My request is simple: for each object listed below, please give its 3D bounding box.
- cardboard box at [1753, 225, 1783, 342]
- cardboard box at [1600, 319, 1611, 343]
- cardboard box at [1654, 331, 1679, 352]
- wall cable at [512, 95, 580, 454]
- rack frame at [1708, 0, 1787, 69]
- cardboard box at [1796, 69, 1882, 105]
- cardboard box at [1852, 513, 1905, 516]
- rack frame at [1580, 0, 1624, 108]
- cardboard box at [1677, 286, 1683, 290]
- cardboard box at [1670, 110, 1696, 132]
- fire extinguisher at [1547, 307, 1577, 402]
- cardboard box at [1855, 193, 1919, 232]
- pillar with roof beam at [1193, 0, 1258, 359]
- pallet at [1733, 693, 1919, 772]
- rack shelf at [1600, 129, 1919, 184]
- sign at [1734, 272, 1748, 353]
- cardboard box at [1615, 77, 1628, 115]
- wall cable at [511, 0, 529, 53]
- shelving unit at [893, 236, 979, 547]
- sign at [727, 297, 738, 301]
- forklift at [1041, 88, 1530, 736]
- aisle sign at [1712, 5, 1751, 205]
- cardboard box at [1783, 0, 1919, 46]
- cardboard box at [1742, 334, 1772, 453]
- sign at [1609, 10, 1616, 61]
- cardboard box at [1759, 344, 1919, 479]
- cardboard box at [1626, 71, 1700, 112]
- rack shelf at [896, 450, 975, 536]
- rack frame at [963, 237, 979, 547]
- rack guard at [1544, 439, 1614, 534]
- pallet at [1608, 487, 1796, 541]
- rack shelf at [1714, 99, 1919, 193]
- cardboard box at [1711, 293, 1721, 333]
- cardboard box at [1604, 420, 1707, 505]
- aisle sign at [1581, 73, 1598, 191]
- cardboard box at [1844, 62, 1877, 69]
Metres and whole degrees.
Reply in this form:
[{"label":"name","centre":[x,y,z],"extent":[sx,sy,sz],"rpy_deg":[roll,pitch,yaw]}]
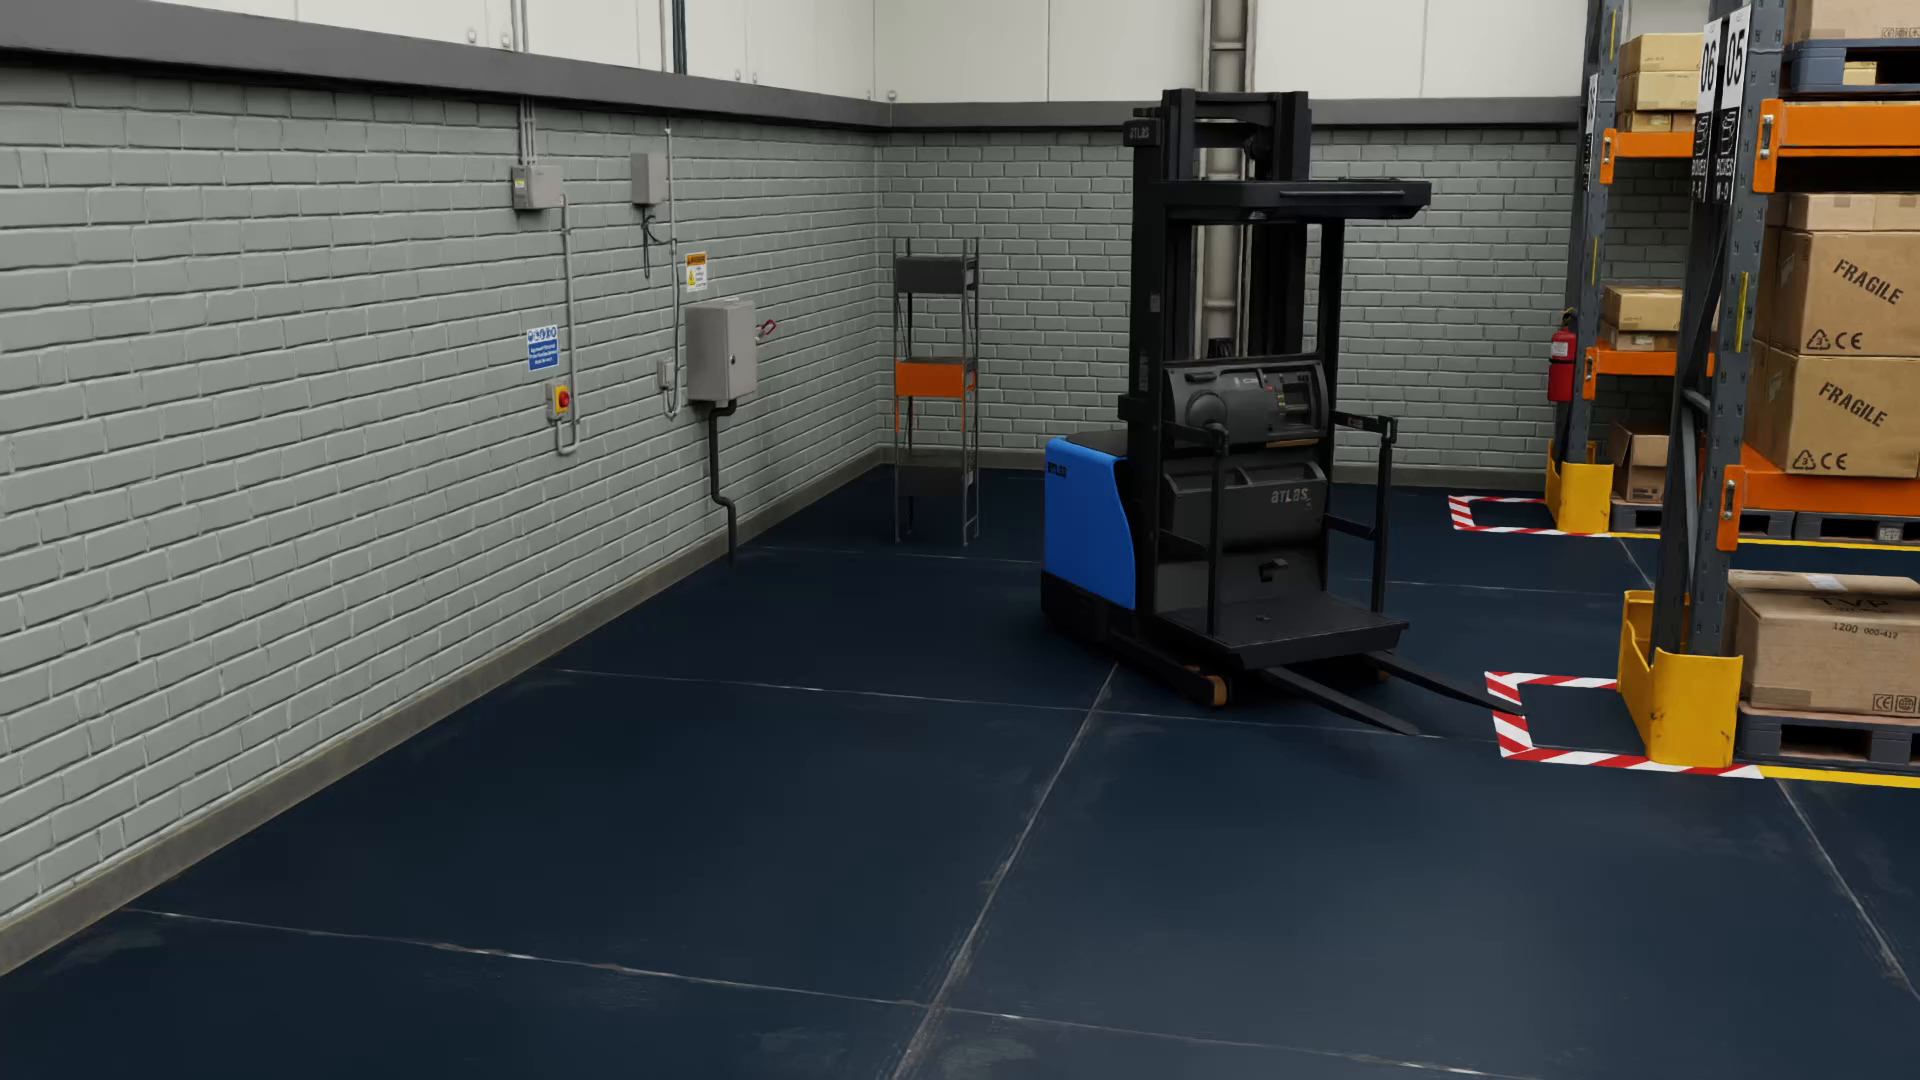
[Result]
[{"label":"cardboard box","centre":[3.887,-1.157,7.486],"extent":[0.500,0.500,0.500],"rpy_deg":[4,13,15]},{"label":"cardboard box","centre":[4.934,-1.556,12.402],"extent":[0.250,0.149,0.380],"rpy_deg":[3,13,13]},{"label":"cardboard box","centre":[5.059,-1.439,11.872],"extent":[0.250,0.149,0.380],"rpy_deg":[3,13,15]},{"label":"wall cable","centre":[-2.118,-1.394,8.675],"extent":[0.123,1.953,0.585],"rpy_deg":[3,13,14]},{"label":"rack frame","centre":[3.362,-3.524,6.842],"extent":[0.127,3.000,1.000],"rpy_deg":[3,13,14]},{"label":"cardboard box","centre":[5.906,-3.044,11.263],"extent":[0.500,0.250,0.500],"rpy_deg":[3,13,12]},{"label":"cardboard box","centre":[6.429,-0.471,11.735],"extent":[0.500,0.500,0.500],"rpy_deg":[3,13,15]},{"label":"rack frame","centre":[4.548,-4.568,11.548],"extent":[0.127,3.000,1.000],"rpy_deg":[3,13,14]},{"label":"cardboard box","centre":[5.559,-1.716,12.204],"extent":[0.500,0.250,0.500],"rpy_deg":[3,13,14]},{"label":"cardboard box","centre":[5.063,-2.908,11.569],"extent":[0.250,0.149,0.380],"rpy_deg":[3,13,15]},{"label":"fire extinguisher","centre":[4.294,-1.330,11.843],"extent":[0.183,0.674,0.296],"rpy_deg":[3,13,14]},{"label":"cardboard box","centre":[3.912,-1.374,6.963],"extent":[0.250,0.149,0.380],"rpy_deg":[3,13,15]},{"label":"pillar with roof beam","centre":[1.115,-3.992,8.952],"extent":[0.400,9.000,9.100],"rpy_deg":[3,13,14]},{"label":"pallet","centre":[4.157,0.791,7.681],"extent":[1.213,0.211,1.003],"rpy_deg":[3,13,14]},{"label":"rack shelf","centre":[6.490,-2.649,11.483],"extent":[4.000,0.370,1.077],"rpy_deg":[3,13,14]},{"label":"sign","centre":[3.224,-0.940,6.865],"extent":[0.005,0.325,0.100],"rpy_deg":[3,13,14]},{"label":"cardboard box","centre":[5.045,-3.210,12.011],"extent":[0.500,0.250,0.500],"rpy_deg":[3,13,13]},{"label":"wall cable","centre":[-2.228,-3.760,7.906],"extent":[0.029,3.000,0.463],"rpy_deg":[3,13,14]},{"label":"shelving unit","centre":[-0.161,-1.034,11.545],"extent":[0.503,2.100,0.431],"rpy_deg":[3,13,14]},{"label":"sign","centre":[-1.555,-1.386,11.273],"extent":[0.001,0.494,0.329],"rpy_deg":[3,13,14]},{"label":"forklift","centre":[1.551,-0.720,8.212],"extent":[1.130,2.935,3.031],"rpy_deg":[-6,14,-25]},{"label":"aisle sign","centre":[3.223,-1.807,6.952],"extent":[0.004,0.787,0.394],"rpy_deg":[3,13,14]},{"label":"cardboard box","centre":[3.821,-2.236,7.107],"extent":[0.500,0.250,0.500],"rpy_deg":[2,13,8]},{"label":"cardboard box","centre":[3.894,-0.675,7.619],"extent":[0.500,0.500,0.500],"rpy_deg":[3,13,14]},{"label":"sign","centre":[4.418,-3.416,11.264],"extent":[0.005,0.325,0.100],"rpy_deg":[3,13,14]},{"label":"cardboard box","centre":[3.760,-0.559,7.097],"extent":[0.500,0.500,0.500],"rpy_deg":[3,13,13]},{"label":"cardboard box","centre":[4.913,-3.095,11.494],"extent":[0.500,0.250,0.500],"rpy_deg":[3,13,13]},{"label":"rack shelf","centre":[-0.161,-0.337,11.700],"extent":[0.480,0.518,0.431],"rpy_deg":[3,13,14]},{"label":"rack frame","centre":[0.076,-1.021,11.488],"extent":[0.015,2.100,0.400],"rpy_deg":[3,13,14]},{"label":"rack guard","centre":[4.622,-0.415,12.451],"extent":[0.348,0.500,1.175],"rpy_deg":[3,13,14]},{"label":"pallet","centre":[5.396,-0.233,12.296],"extent":[1.213,0.211,1.003],"rpy_deg":[3,13,14]},{"label":"rack shelf","centre":[5.304,-1.605,6.777],"extent":[4.000,0.370,1.077],"rpy_deg":[3,13,14]},{"label":"cardboard box","centre":[5.413,-1.605,11.702],"extent":[0.500,0.250,0.500],"rpy_deg":[3,13,14]},{"label":"cardboard box","centre":[5.119,-0.574,12.190],"extent":[0.637,0.503,0.797],"rpy_deg":[3,13,11]},{"label":"aisle sign","centre":[4.411,-2.850,11.654],"extent":[0.004,0.787,0.394],"rpy_deg":[3,13,14]},{"label":"cardboard box","centre":[5.899,-3.290,11.219],"extent":[0.500,0.250,0.500],"rpy_deg":[3,13,13]}]
